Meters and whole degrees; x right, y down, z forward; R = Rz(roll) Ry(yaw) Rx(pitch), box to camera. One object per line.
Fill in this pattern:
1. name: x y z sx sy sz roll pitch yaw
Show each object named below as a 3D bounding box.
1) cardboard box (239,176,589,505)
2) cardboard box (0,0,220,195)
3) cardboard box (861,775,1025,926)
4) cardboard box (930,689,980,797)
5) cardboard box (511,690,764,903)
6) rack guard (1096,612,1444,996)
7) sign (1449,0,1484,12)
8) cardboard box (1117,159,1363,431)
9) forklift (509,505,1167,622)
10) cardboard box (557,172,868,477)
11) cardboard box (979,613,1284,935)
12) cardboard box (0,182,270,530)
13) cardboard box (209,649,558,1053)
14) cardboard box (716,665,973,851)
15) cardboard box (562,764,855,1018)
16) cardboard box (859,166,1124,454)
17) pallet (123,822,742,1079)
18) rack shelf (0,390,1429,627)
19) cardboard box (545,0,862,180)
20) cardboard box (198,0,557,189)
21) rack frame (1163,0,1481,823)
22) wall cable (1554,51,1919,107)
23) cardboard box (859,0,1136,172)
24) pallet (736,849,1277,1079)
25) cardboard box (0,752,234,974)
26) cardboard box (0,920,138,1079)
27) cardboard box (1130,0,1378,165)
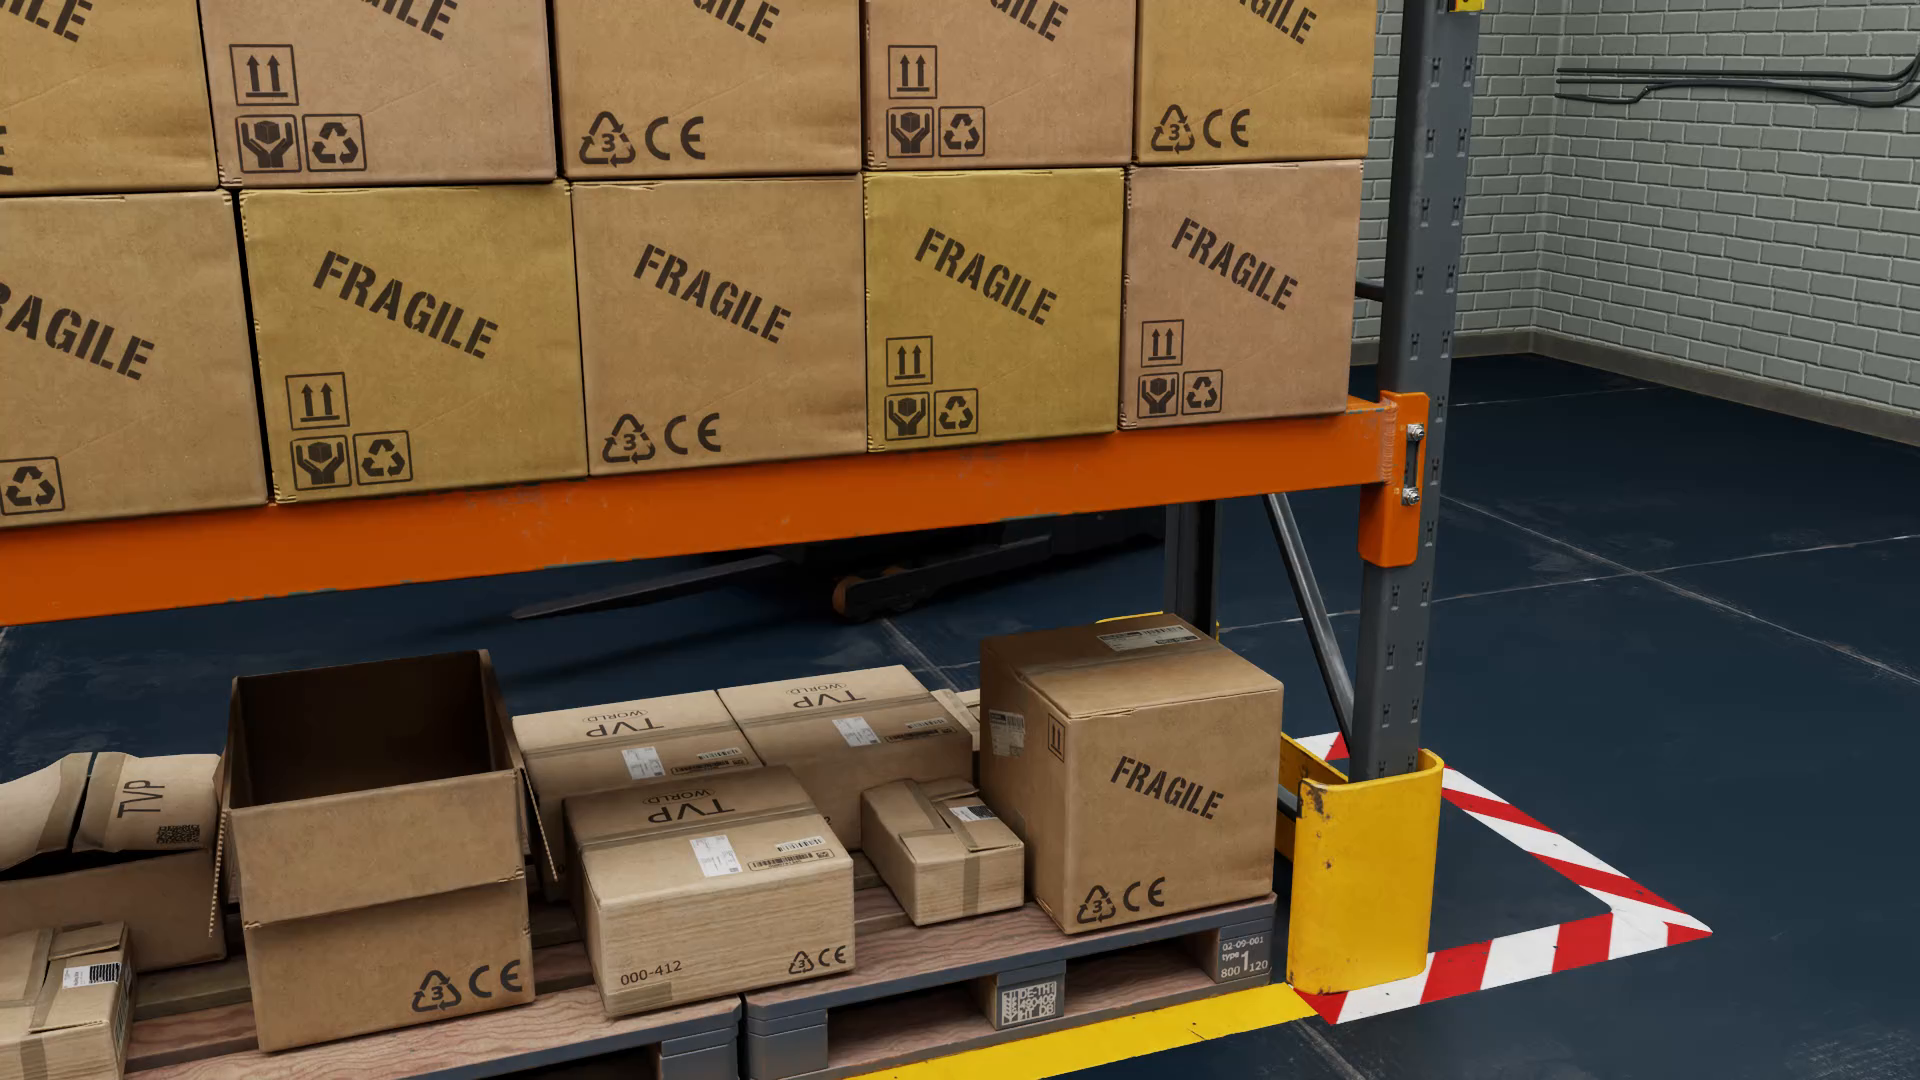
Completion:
1. cardboard box: -0.957 -0.385 2.907 0.500 0.500 0.500 -6 18 -21
2. cardboard box: -1.447 -0.808 2.574 0.500 0.500 0.500 -7 18 -22
3. cardboard box: -0.044 0.679 3.711 0.250 0.166 0.380 -6 17 -20
4. cardboard box: 0.038 0.519 4.255 0.250 0.166 0.380 -6 17 -20
5. cardboard box: -0.758 0.583 3.889 0.500 0.250 0.500 -6 17 -20
6. rack guard: 0.715 0.601 4.165 0.348 0.500 1.175 -6 17 -20
7. sign: 0.965 -1.165 3.128 0.005 0.325 0.100 -6 17 -20
8. cardboard box: 0.465 -0.538 3.428 0.500 0.500 0.500 -6 17 -18
9. forklift: -0.474 -1.274 6.235 3.031 2.935 1.130 -13 21 -37
10. cardboard box: -0.486 -0.435 3.080 0.500 0.500 0.500 -6 17 -20
11. cardboard box: 0.366 0.502 3.722 0.500 0.500 0.500 -6 17 -20
12. cardboard box: -1.431 -0.333 2.731 0.500 0.500 0.500 -6 17 -20
13. cardboard box: -1.197 0.593 3.405 0.637 0.503 0.797 -6 17 -20
14. cardboard box: -0.291 0.532 4.061 0.500 0.250 0.500 -6 17 -20
15. cardboard box: -0.532 0.709 3.458 0.500 0.250 0.500 -6 17 -20
16. cardboard box: -0.018 -0.484 3.246 0.500 0.500 0.500 -6 17 -20
17. pallet: -1.167 0.942 3.516 1.213 0.211 1.003 -6 17 -20
18. rack shelf: -1.082 -0.060 3.254 4.000 0.370 1.077 -6 17 -20
19. cardboard box: -0.486 -0.912 2.929 0.500 0.500 0.500 -6 17 -19
20. cardboard box: -0.965 -0.860 2.752 0.500 0.500 0.500 -6 17 -18
21. rack frame: 0.786 -0.606 3.839 0.127 3.000 1.000 -6 17 -20
22. wall cable: 4.419 -3.774 9.490 0.112 2.526 3.097 -6 17 -20
23. cardboard box: -0.003 -0.966 3.111 0.500 0.500 0.500 -6 17 -19
24. pallet: -0.030 0.820 3.932 1.213 0.211 1.003 -6 17 -20
25. cardboard box: -1.819 0.668 3.490 0.500 0.311 0.500 -6 17 -20
26. cardboard box: -1.676 0.870 3.059 0.250 0.166 0.380 -6 17 -20
27. cardboard box: 0.468 -1.017 3.285 0.500 0.500 0.500 -6 18 -21
